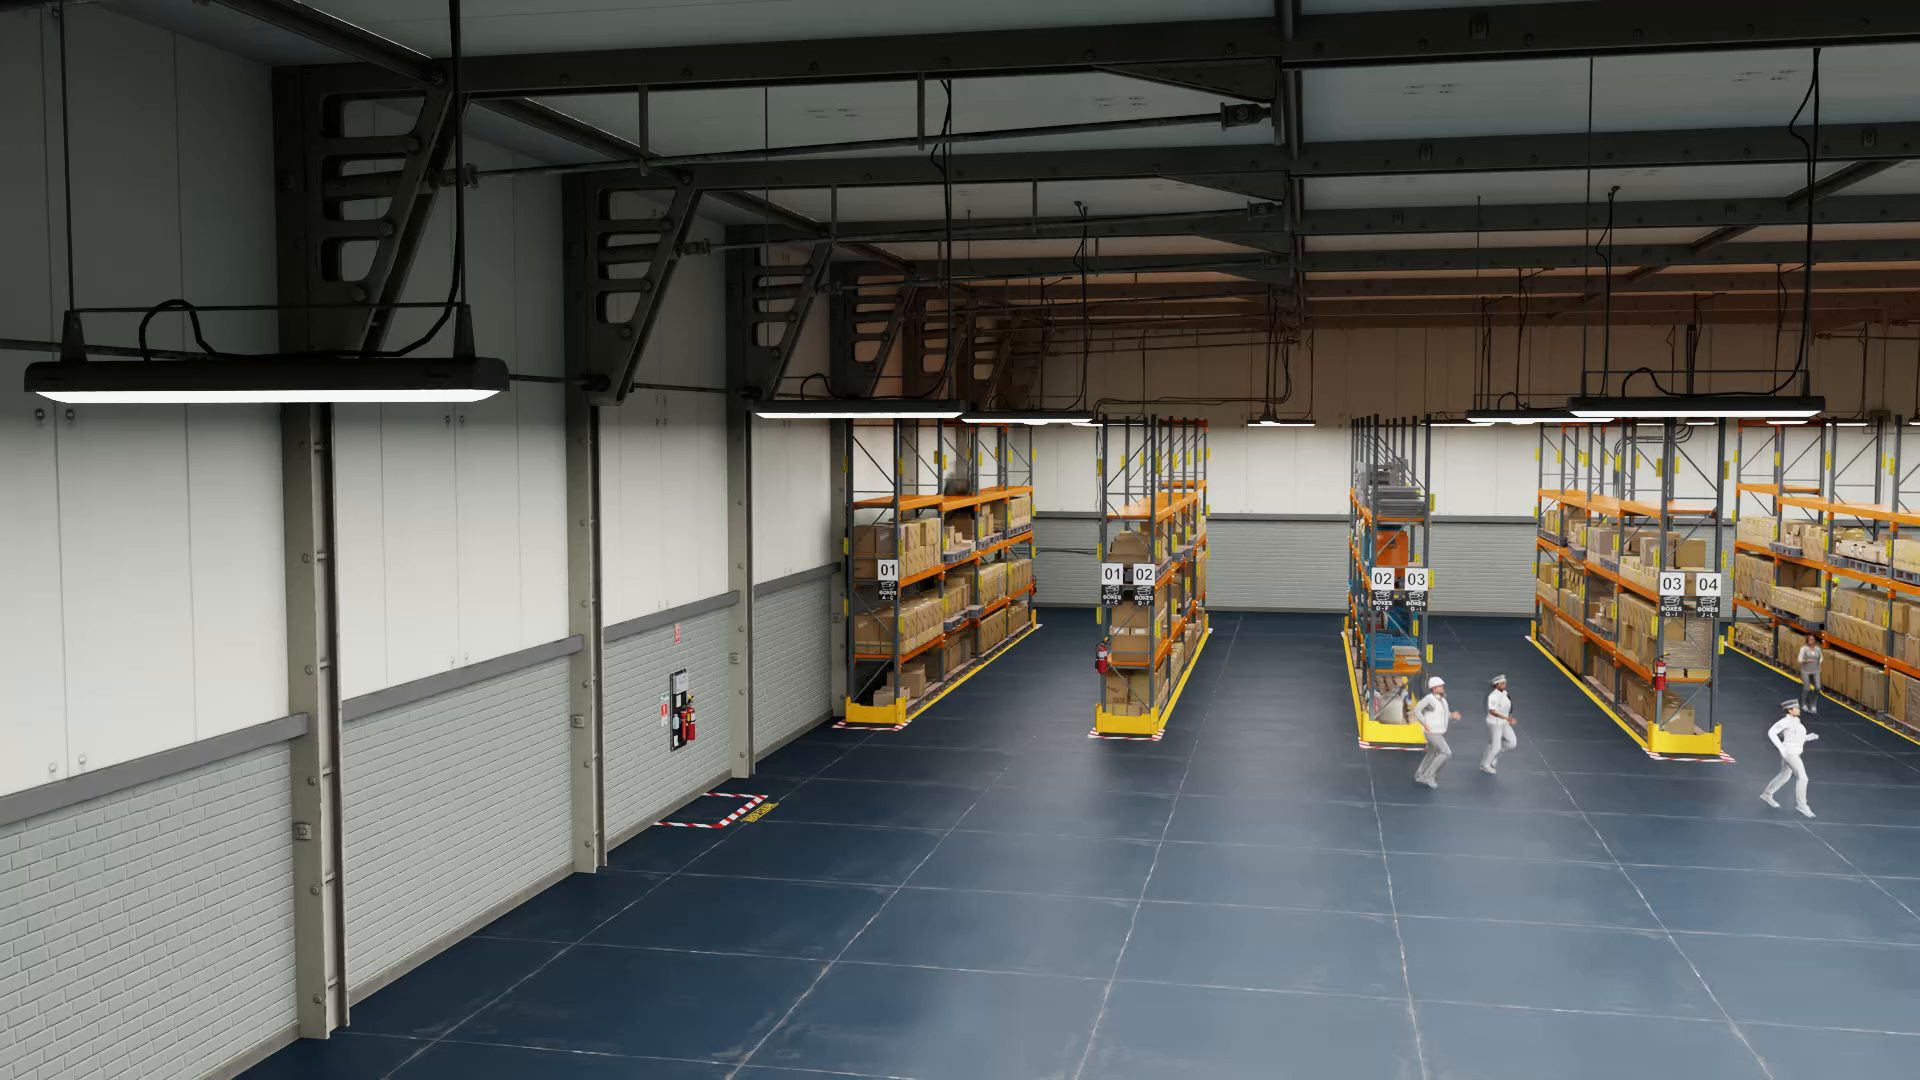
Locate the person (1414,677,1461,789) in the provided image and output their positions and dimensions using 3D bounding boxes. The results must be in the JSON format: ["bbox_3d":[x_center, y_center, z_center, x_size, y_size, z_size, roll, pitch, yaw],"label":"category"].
[{"bbox_3d":[7.637,3.080,26.608,0.704,1.788,0.631,3,5,37],"label":"person"}]

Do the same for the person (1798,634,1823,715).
[{"bbox_3d":[17.098,2.713,33.399,0.514,1.595,0.635,1,4,12],"label":"person"}]

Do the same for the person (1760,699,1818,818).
[{"bbox_3d":[12.351,3.218,24.758,0.807,1.742,0.587,3,5,39],"label":"person"}]

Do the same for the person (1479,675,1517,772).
[{"bbox_3d":[9.011,3.053,27.692,0.607,1.659,0.669,-3,5,-40],"label":"person"}]

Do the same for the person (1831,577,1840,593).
[{"bbox_3d":[23.544,1.883,44.720,0.815,1.760,0.708,1,4,11],"label":"person"}]
